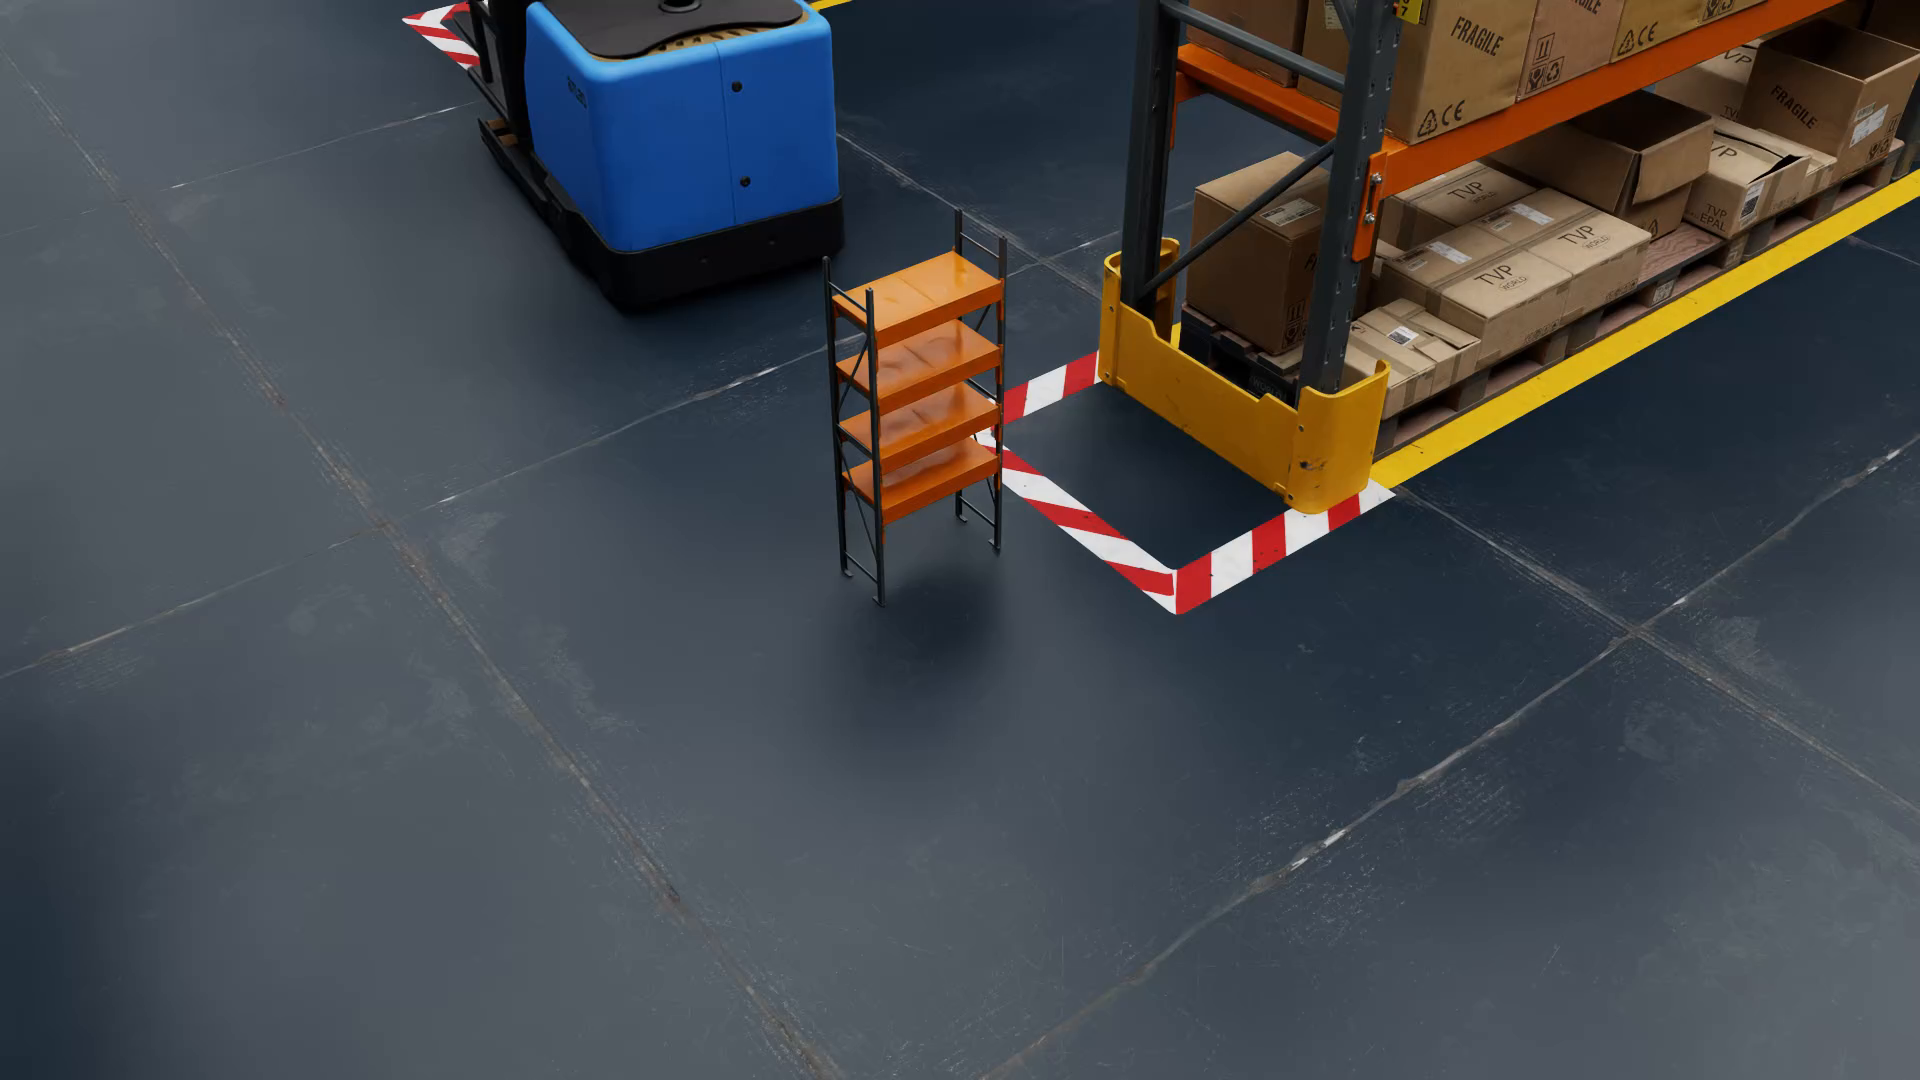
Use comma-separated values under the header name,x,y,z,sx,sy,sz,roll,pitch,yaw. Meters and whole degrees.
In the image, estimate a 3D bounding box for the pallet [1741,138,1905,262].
name,x,y,z,sx,sy,sz,roll,pitch,yaw
pallet,3.574,-1.766,7.736,1.213,0.211,1.003,-26,46,-28

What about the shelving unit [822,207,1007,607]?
name,x,y,z,sx,sy,sz,roll,pitch,yaw
shelving unit,-0.131,-0.400,5.291,0.503,1.200,0.258,-26,46,-28

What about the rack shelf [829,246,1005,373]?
name,x,y,z,sx,sy,sz,roll,pitch,yaw
rack shelf,-0.131,-0.704,5.042,0.480,0.148,0.258,-26,46,-28

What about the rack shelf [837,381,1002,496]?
name,x,y,z,sx,sy,sz,roll,pitch,yaw
rack shelf,-0.131,-0.348,5.334,0.480,0.148,0.258,-26,46,-28

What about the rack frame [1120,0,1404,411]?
name,x,y,z,sx,sy,sz,roll,pitch,yaw
rack frame,0.947,-1.563,5.290,0.127,3.000,1.000,-26,46,-28

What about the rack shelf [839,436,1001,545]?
name,x,y,z,sx,sy,sz,roll,pitch,yaw
rack shelf,-0.131,-0.194,5.460,0.480,0.148,0.258,-26,46,-28

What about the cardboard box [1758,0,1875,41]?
name,x,y,z,sx,sy,sz,roll,pitch,yaw
cardboard box,4.335,-2.648,8.236,0.500,0.500,0.500,-26,46,-28

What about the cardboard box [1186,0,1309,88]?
name,x,y,z,sx,sy,sz,roll,pitch,yaw
cardboard box,1.136,-1.912,5.637,0.500,0.500,0.500,-25,45,-27

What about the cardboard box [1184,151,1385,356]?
name,x,y,z,sx,sy,sz,roll,pitch,yaw
cardboard box,1.228,-1.101,6.351,0.500,0.500,0.500,-26,46,-28

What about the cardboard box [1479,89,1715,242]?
name,x,y,z,sx,sy,sz,roll,pitch,yaw
cardboard box,2.632,-1.585,6.939,0.637,0.503,0.797,-26,46,-28

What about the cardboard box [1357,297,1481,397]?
name,x,y,z,sx,sy,sz,roll,pitch,yaw
cardboard box,1.687,-0.724,6.154,0.250,0.166,0.380,-26,46,-28

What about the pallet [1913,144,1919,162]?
name,x,y,z,sx,sy,sz,roll,pitch,yaw
pallet,4.741,-2.364,8.466,1.213,0.211,1.003,-26,46,-28

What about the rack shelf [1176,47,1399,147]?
name,x,y,z,sx,sy,sz,roll,pitch,yaw
rack shelf,2.533,-2.134,6.399,3.809,0.124,0.919,-26,46,-28

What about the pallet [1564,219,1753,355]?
name,x,y,z,sx,sy,sz,roll,pitch,yaw
pallet,2.606,-1.292,7.159,1.213,0.211,1.003,-26,46,-28

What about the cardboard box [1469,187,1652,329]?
name,x,y,z,sx,sy,sz,roll,pitch,yaw
cardboard box,2.344,-1.124,6.576,0.500,0.250,0.500,-26,46,-28

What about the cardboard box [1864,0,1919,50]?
name,x,y,z,sx,sy,sz,roll,pitch,yaw
cardboard box,4.651,-2.377,7.907,0.500,0.500,0.500,-28,47,-30

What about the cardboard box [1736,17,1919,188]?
name,x,y,z,sx,sy,sz,roll,pitch,yaw
cardboard box,3.840,-1.950,7.386,0.500,0.500,0.500,-26,46,-28

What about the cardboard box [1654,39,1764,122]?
name,x,y,z,sx,sy,sz,roll,pitch,yaw
cardboard box,3.654,-2.186,7.823,0.500,0.311,0.500,-26,46,-28

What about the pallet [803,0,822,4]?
name,x,y,z,sx,sy,sz,roll,pitch,yaw
pallet,-1.391,-3.277,9.578,1.213,0.211,1.003,-26,46,-28

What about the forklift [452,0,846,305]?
name,x,y,z,sx,sy,sz,roll,pitch,yaw
forklift,-1.653,-3.016,7.115,1.130,2.935,3.031,-19,43,-22

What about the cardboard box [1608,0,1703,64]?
name,x,y,z,sx,sy,sz,roll,pitch,yaw
cardboard box,2.265,-2.035,5.787,0.500,0.500,0.500,-26,46,-28

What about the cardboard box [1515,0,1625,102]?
name,x,y,z,sx,sy,sz,roll,pitch,yaw
cardboard box,1.865,-1.843,5.553,0.500,0.500,0.500,-26,46,-28

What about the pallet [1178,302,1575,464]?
name,x,y,z,sx,sy,sz,roll,pitch,yaw
pallet,1.639,-0.823,6.587,1.213,0.211,1.003,-26,46,-28

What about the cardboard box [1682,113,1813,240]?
name,x,y,z,sx,sy,sz,roll,pitch,yaw
cardboard box,3.245,-1.587,7.093,0.500,0.311,0.500,-26,46,-28

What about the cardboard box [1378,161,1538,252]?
name,x,y,z,sx,sy,sz,roll,pitch,yaw
cardboard box,2.000,-1.356,6.859,0.500,0.250,0.500,-26,46,-28

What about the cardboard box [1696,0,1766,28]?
name,x,y,z,sx,sy,sz,roll,pitch,yaw
cardboard box,2.663,-2.228,6.022,0.500,0.500,0.500,-25,46,-28

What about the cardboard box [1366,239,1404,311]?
name,x,y,z,sx,sy,sz,roll,pitch,yaw
cardboard box,1.604,-1.083,6.592,0.250,0.166,0.380,-26,46,-28

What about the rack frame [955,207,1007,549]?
name,x,y,z,sx,sy,sz,roll,pitch,yaw
rack frame,0.062,-0.494,5.406,0.015,1.200,0.240,-26,46,-28

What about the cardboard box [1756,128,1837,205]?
name,x,y,z,sx,sy,sz,roll,pitch,yaw
cardboard box,3.579,-1.639,7.284,0.250,0.149,0.380,-26,46,-28

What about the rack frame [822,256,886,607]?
name,x,y,z,sx,sy,sz,roll,pitch,yaw
rack frame,-0.325,-0.306,5.177,0.015,1.200,0.240,-26,46,-28

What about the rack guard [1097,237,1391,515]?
name,x,y,z,sx,sy,sz,roll,pitch,yaw
rack guard,1.007,-0.626,6.119,0.348,0.500,1.175,-26,46,-28

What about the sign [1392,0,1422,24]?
name,x,y,z,sx,sy,sz,roll,pitch,yaw
sign,1.278,-1.625,4.683,0.005,0.325,0.100,-26,46,-28

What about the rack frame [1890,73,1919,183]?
name,x,y,z,sx,sy,sz,roll,pitch,yaw
rack frame,4.119,-3.109,7.175,0.127,3.000,1.000,-26,46,-28

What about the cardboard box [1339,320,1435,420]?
name,x,y,z,sx,sy,sz,roll,pitch,yaw
cardboard box,1.489,-0.620,6.042,0.250,0.149,0.380,-26,46,-28

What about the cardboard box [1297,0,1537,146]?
name,x,y,z,sx,sy,sz,roll,pitch,yaw
cardboard box,1.460,-1.641,5.306,0.500,0.500,0.500,-25,46,-27

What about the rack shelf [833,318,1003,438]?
name,x,y,z,sx,sy,sz,roll,pitch,yaw
rack shelf,-0.131,-0.521,5.192,0.480,0.148,0.258,-26,46,-28
